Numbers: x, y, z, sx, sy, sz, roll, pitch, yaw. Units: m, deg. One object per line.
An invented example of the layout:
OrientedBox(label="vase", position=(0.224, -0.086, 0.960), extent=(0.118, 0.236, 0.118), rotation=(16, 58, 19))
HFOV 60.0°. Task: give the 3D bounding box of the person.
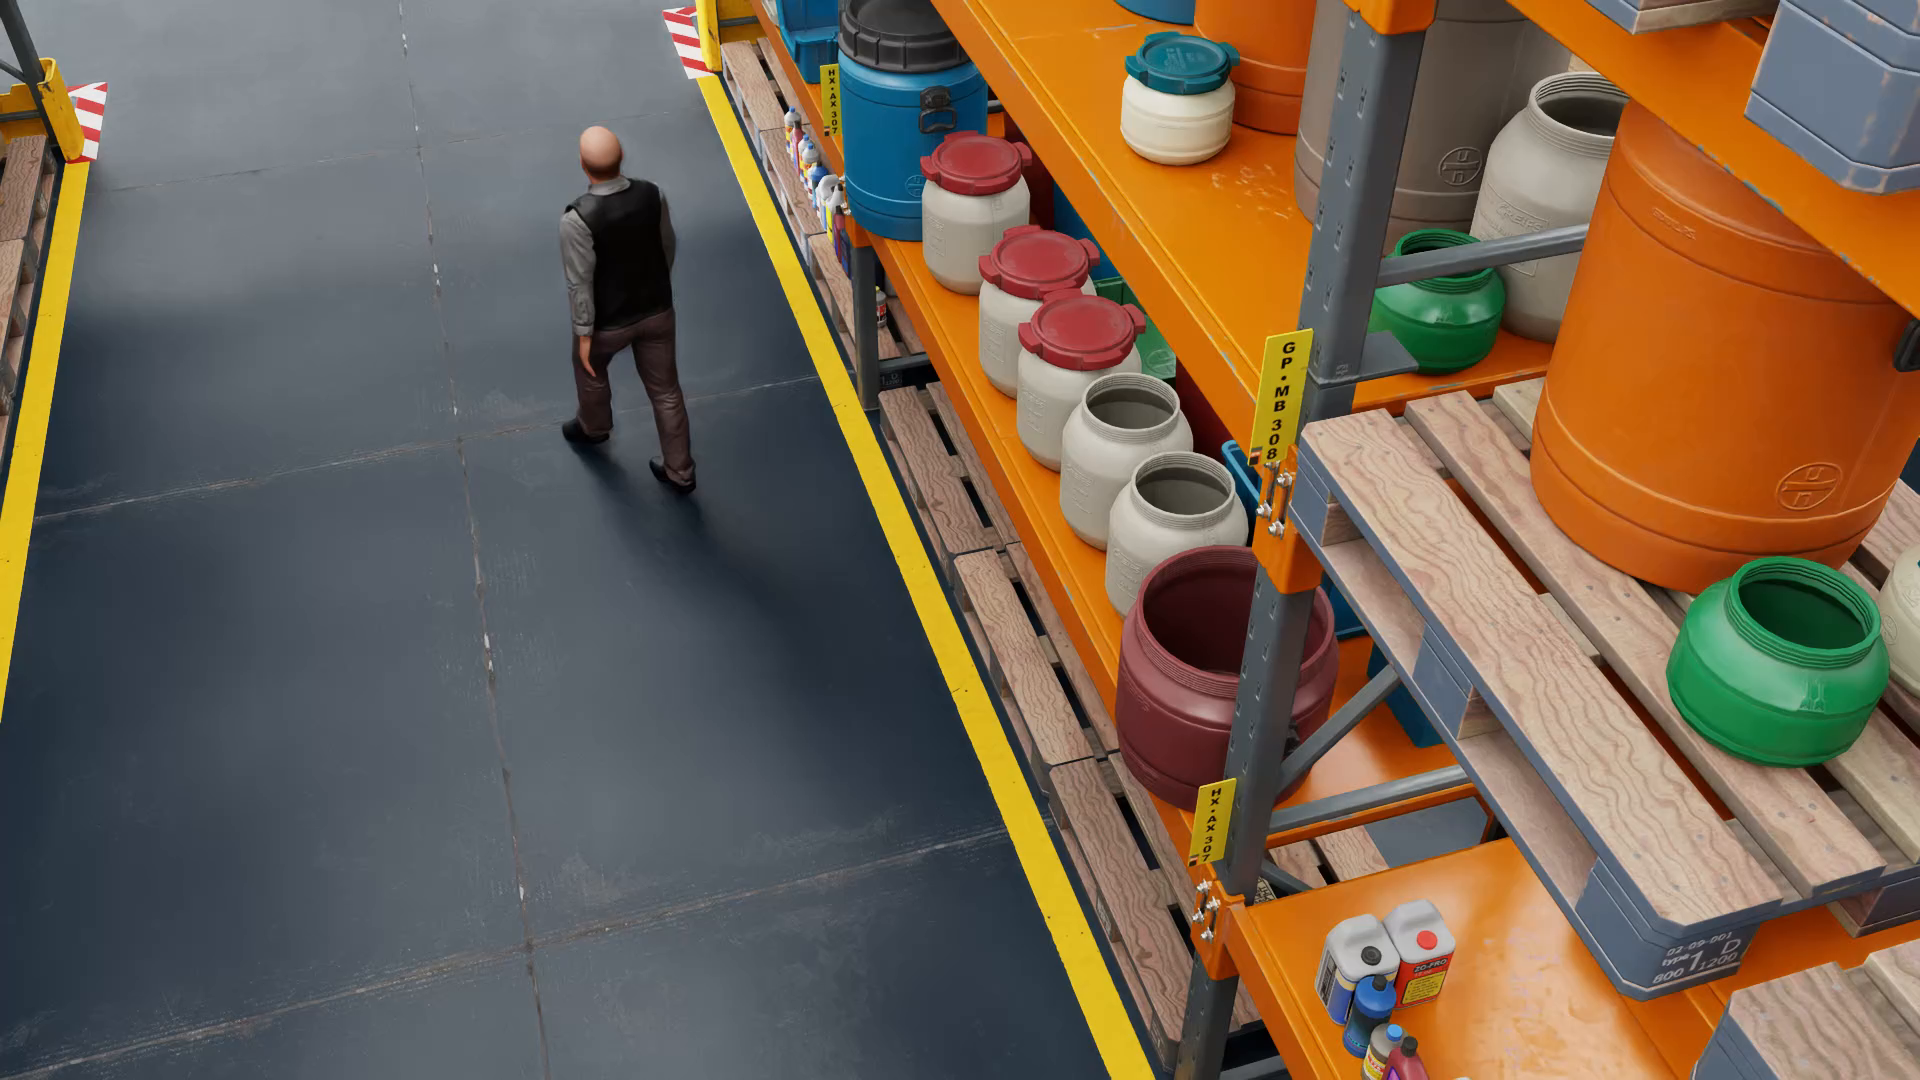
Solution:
OrientedBox(label="person", position=(-1.496, -1.032, 7.321), extent=(0.589, 1.714, 0.847), rotation=(-25, 48, -25))
